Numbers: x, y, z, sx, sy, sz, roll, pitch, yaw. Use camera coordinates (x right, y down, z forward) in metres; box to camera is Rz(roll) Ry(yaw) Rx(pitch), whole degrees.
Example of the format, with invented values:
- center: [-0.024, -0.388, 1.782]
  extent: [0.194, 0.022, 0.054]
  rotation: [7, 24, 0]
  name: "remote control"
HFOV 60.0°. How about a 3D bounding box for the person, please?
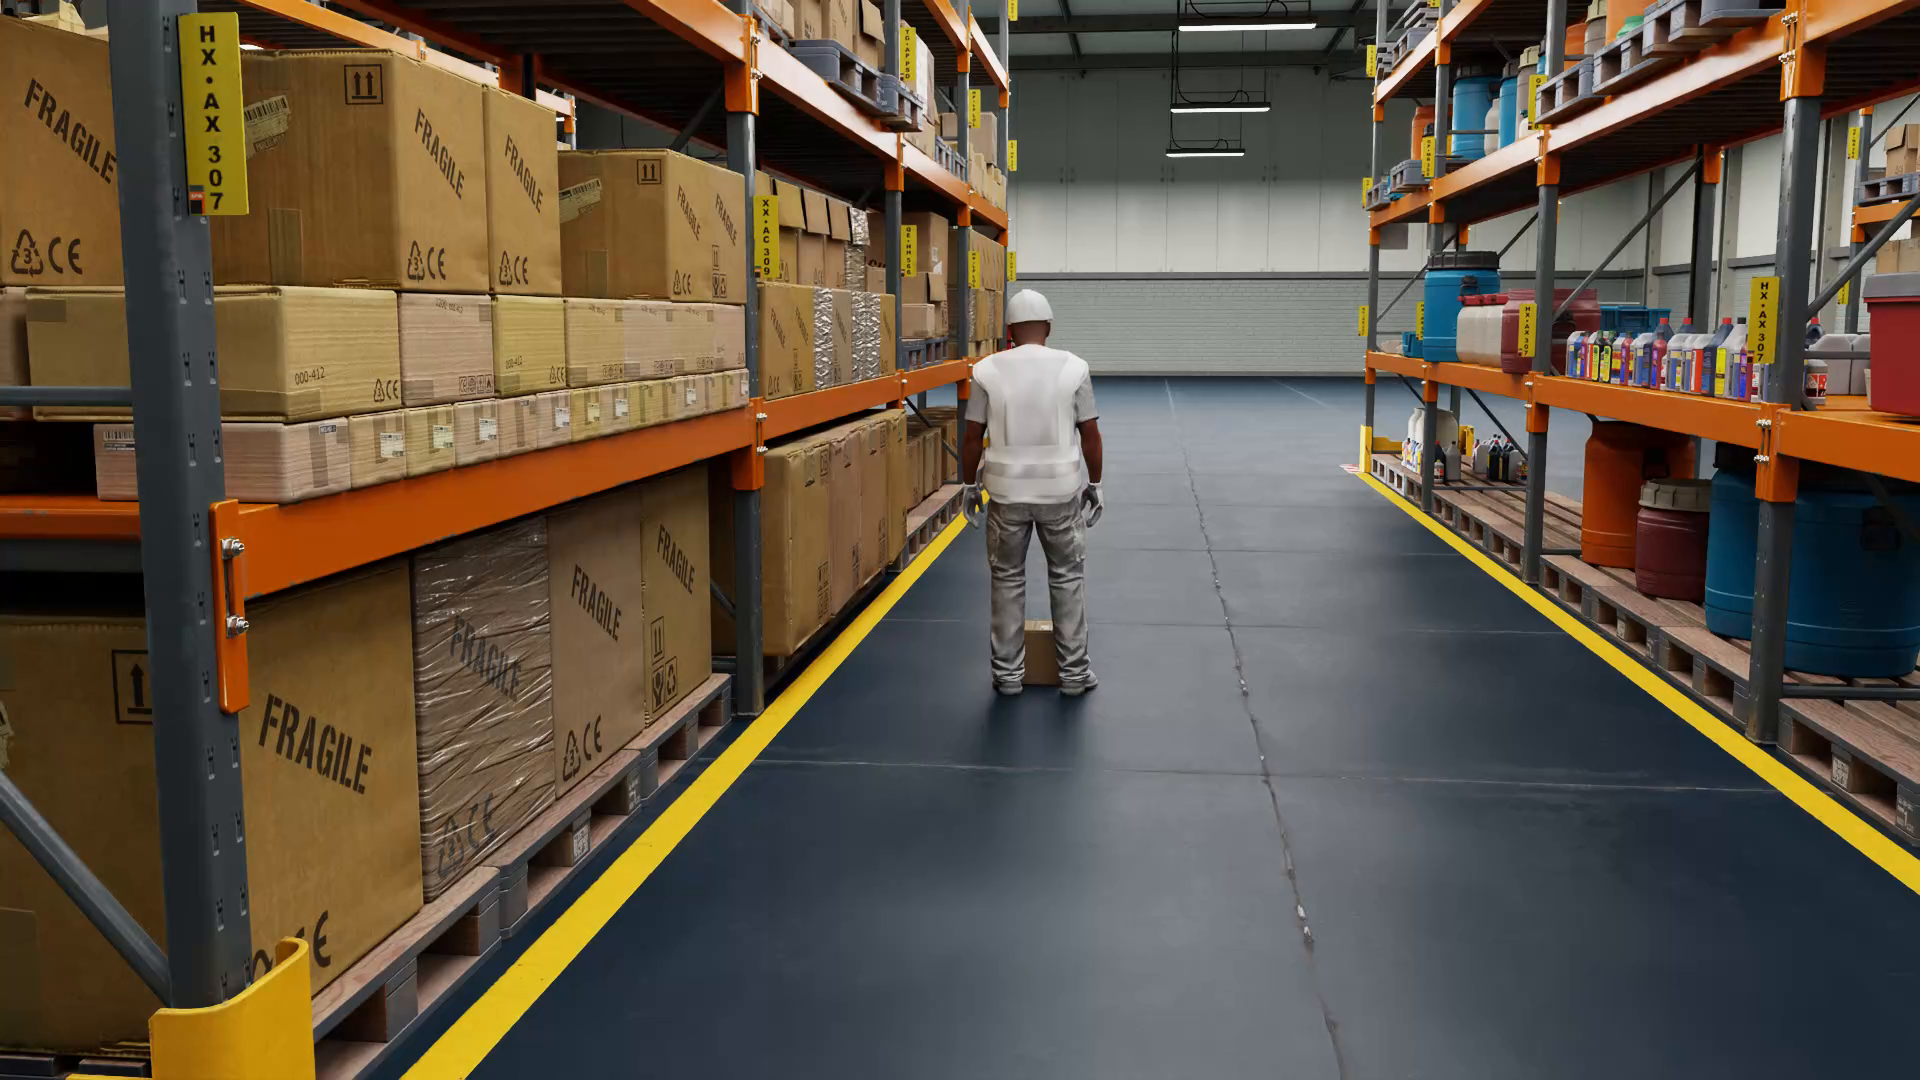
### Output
- center: [0.319, -0.209, 7.329]
  extent: [0.630, 1.776, 0.443]
  rotation: [0, 8, 3]
  name: "person"
